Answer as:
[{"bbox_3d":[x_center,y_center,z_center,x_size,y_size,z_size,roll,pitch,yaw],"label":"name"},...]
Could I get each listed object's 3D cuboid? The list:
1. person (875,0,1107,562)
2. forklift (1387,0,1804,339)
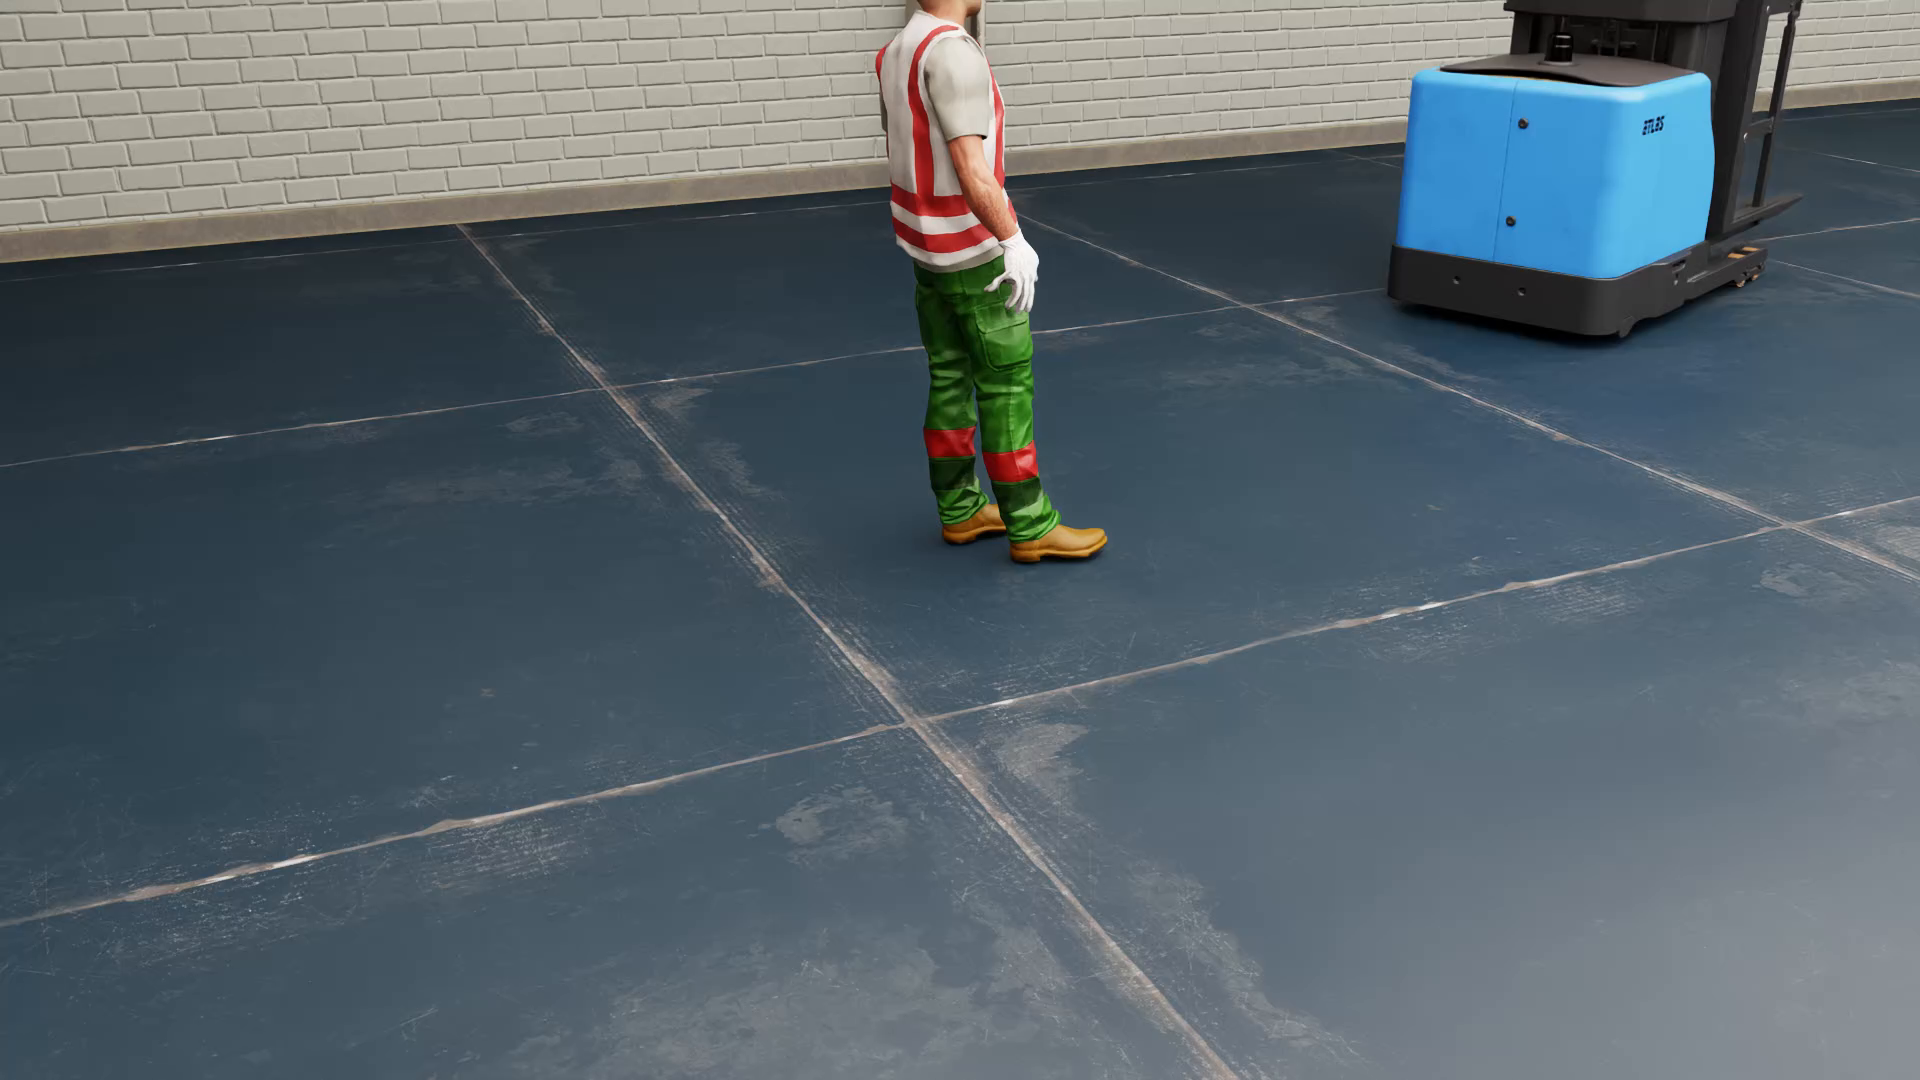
[{"bbox_3d":[0.078,-0.842,4.782,0.564,1.787,0.637,-10,25,-23],"label":"person"},{"bbox_3d":[3.324,-2.691,7.765,1.130,2.935,3.031,19,29,39],"label":"forklift"}]
